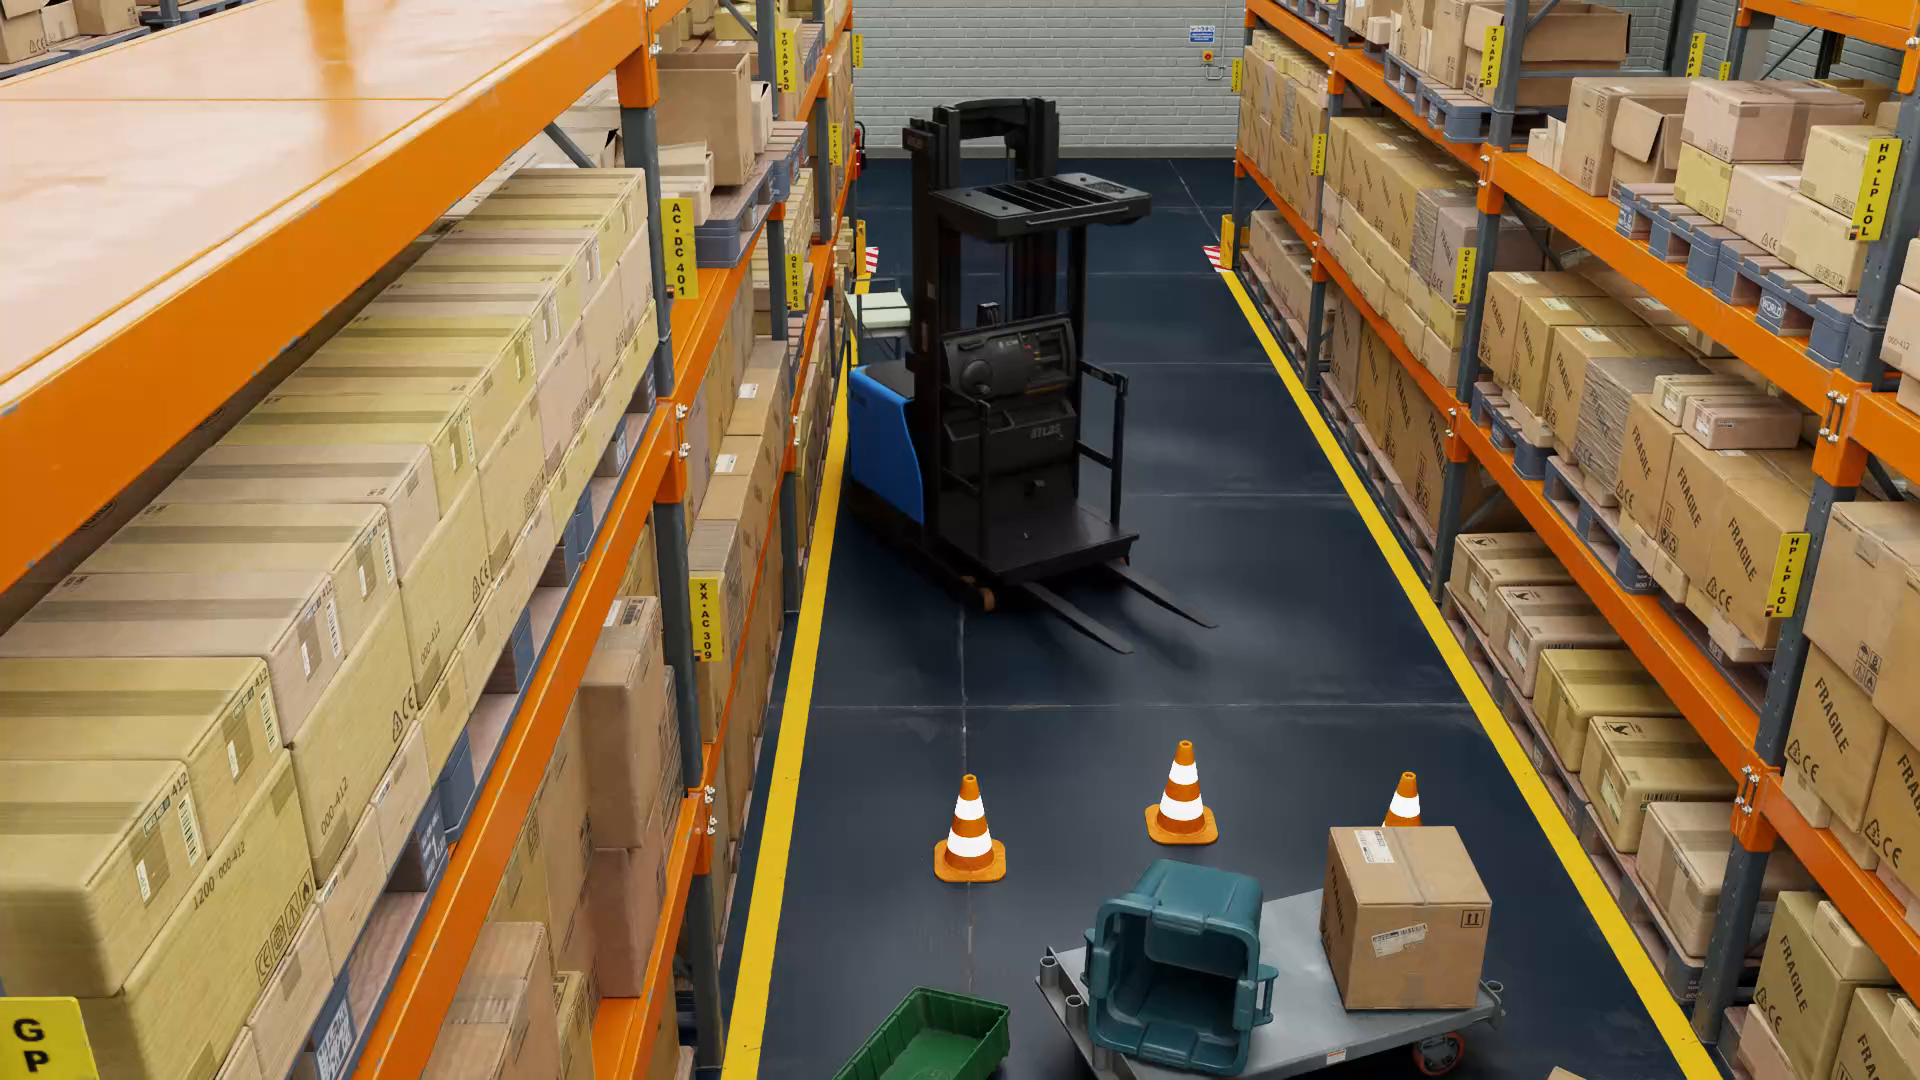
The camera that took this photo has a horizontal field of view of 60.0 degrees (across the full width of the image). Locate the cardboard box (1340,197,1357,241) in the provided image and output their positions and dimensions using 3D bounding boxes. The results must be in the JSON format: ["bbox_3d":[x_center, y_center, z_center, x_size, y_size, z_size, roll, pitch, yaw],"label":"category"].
[{"bbox_3d":[3.170,-2.407,12.507,0.500,0.250,0.500,0,24,0],"label":"cardboard box"}]

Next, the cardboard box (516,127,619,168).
[{"bbox_3d":[-1.687,-1.569,6.916,0.500,0.311,0.500,-1,24,-2],"label":"cardboard box"}]

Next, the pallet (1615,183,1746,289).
[{"bbox_3d":[3.586,-1.312,7.098,1.213,0.211,1.003,0,24,-1],"label":"pallet"}]

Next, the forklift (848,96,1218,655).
[{"bbox_3d":[0.425,-1.099,10.124,1.130,2.935,3.031,-14,28,-28],"label":"forklift"}]

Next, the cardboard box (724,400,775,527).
[{"bbox_3d":[-1.209,-0.382,8.334,0.500,0.500,0.500,-1,24,-1],"label":"cardboard box"}]

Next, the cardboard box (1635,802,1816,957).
[{"bbox_3d":[3.493,1.441,7.102,0.950,0.372,0.625,0,24,0],"label":"cardboard box"}]

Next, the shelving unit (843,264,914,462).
[{"bbox_3d":[-0.571,-1.146,11.964,0.431,1.500,0.755,-4,25,-9],"label":"shelving unit"}]

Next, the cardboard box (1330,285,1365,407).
[{"bbox_3d":[3.500,-1.613,13.245,0.875,0.875,0.875,0,24,1],"label":"cardboard box"}]

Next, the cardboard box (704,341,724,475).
[{"bbox_3d":[-1.476,-0.618,7.643,0.700,0.500,0.500,0,24,-1],"label":"cardboard box"}]

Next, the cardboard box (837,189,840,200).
[{"bbox_3d":[-1.274,-3.127,14.829,0.380,0.149,0.250,1,24,2],"label":"cardboard box"}]

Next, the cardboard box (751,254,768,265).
[{"bbox_3d":[-1.307,-1.684,10.406,0.380,0.149,0.250,0,24,-1],"label":"cardboard box"}]

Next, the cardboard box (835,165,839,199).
[{"bbox_3d":[-1.301,-3.171,14.139,0.500,0.500,0.500,0,24,-1],"label":"cardboard box"}]

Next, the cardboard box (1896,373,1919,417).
[{"bbox_3d":[3.256,-0.470,5.313,0.380,0.149,0.250,-1,24,-1],"label":"cardboard box"}]

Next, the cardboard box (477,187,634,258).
[{"bbox_3d":[-1.123,-0.883,4.630,0.380,0.149,0.250,0,24,-1],"label":"cardboard box"}]

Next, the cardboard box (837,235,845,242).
[{"bbox_3d":[-1.305,-2.859,16.159,0.380,0.149,0.250,-1,24,-3],"label":"cardboard box"}]

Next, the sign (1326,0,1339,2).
[{"bbox_3d":[2.859,-4.280,12.710,0.100,0.325,0.005,0,24,-1],"label":"sign"}]

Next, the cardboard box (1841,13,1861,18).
[{"bbox_3d":[8.031,-4.702,14.671,0.380,0.149,0.250,0,24,1],"label":"cardboard box"}]

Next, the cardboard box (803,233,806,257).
[{"bbox_3d":[-1.326,-2.182,12.230,0.380,0.149,0.250,-1,24,-3],"label":"cardboard box"}]

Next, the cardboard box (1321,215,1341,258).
[{"bbox_3d":[3.154,-2.394,13.085,0.500,0.250,0.500,-1,24,-2],"label":"cardboard box"}]

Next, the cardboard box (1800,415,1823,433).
[{"bbox_3d":[3.785,-0.325,7.338,0.500,0.500,0.500,0,24,-1],"label":"cardboard box"}]

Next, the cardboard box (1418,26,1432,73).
[{"bbox_3d":[3.092,-3.059,10.388,0.396,0.266,0.258,-1,24,-2],"label":"cardboard box"}]

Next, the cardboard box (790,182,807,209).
[{"bbox_3d":[-1.331,-2.547,12.315,0.380,0.149,0.250,-1,24,-2],"label":"cardboard box"}]

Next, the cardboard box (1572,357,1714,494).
[{"bbox_3d":[3.254,-0.543,7.819,0.500,0.500,0.500,-1,24,-3],"label":"cardboard box"}]

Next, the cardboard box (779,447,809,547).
[{"bbox_3d":[-1.244,-0.278,10.748,0.500,0.500,0.500,-1,24,-3],"label":"cardboard box"}]

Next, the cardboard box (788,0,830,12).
[{"bbox_3d":[-1.300,-4.307,13.067,0.500,0.250,0.500,1,24,1],"label":"cardboard box"}]

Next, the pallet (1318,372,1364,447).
[{"bbox_3d":[3.497,-1.057,13.330,1.003,0.211,1.213,0,24,-1],"label":"pallet"}]

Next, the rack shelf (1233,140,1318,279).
[{"bbox_3d":[3.392,-3.141,15.428,1.077,0.370,4.000,0,24,-1],"label":"rack shelf"}]

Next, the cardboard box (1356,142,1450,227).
[{"bbox_3d":[3.167,-2.547,11.907,0.500,0.500,0.500,-1,24,-2],"label":"cardboard box"}]

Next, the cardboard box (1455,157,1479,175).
[{"bbox_3d":[3.689,-2.328,11.422,0.500,0.500,0.500,0,24,0],"label":"cardboard box"}]

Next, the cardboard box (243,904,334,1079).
[{"bbox_3d":[-1.091,0.627,2.258,0.380,0.149,0.250,0,24,0],"label":"cardboard box"}]

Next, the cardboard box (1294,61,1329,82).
[{"bbox_3d":[3.141,-4.094,14.540,0.380,0.149,0.250,-1,24,-2],"label":"cardboard box"}]

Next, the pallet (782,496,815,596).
[{"bbox_3d":[-1.499,0.016,10.959,1.003,0.211,1.213,0,24,-1],"label":"pallet"}]

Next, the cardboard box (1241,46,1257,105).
[{"bbox_3d":[3.090,-4.595,16.435,0.500,0.500,0.500,-1,24,-2],"label":"cardboard box"}]

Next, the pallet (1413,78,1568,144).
[{"bbox_3d":[3.397,-2.542,9.820,1.213,0.211,1.003,1,24,2],"label":"pallet"}]

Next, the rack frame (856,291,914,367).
[{"bbox_3d":[-0.506,-0.998,11.635,0.400,1.500,0.023,-4,25,-9],"label":"rack frame"}]

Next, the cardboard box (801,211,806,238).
[{"bbox_3d":[-1.322,-2.307,12.145,0.380,0.149,0.250,-1,24,-2],"label":"cardboard box"}]

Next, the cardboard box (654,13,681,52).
[{"bbox_3d":[-1.756,-2.859,9.242,0.396,0.266,0.258,0,24,-1],"label":"cardboard box"}]

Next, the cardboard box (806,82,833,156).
[{"bbox_3d":[-1.296,-3.405,13.442,0.500,0.500,0.500,0,24,1],"label":"cardboard box"}]

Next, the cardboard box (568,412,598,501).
[{"bbox_3d":[-1.113,-0.206,4.100,0.380,0.149,0.250,0,24,0],"label":"cardboard box"}]

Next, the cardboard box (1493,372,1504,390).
[{"bbox_3d":[3.275,-0.939,9.481,0.380,0.149,0.250,-2,24,-4],"label":"cardboard box"}]

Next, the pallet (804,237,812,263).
[{"bbox_3d":[-1.672,-2.178,12.658,1.003,0.211,1.213,0,24,-1],"label":"pallet"}]

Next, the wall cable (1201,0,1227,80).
[{"bbox_3d":[3.285,-7.094,22.024,0.585,1.953,0.123,0,24,-1],"label":"wall cable"}]

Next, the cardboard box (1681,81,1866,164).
[{"bbox_3d":[3.334,-1.724,6.849,0.500,0.250,0.500,0,24,0],"label":"cardboard box"}]

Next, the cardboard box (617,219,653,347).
[{"bbox_3d":[-1.186,-0.754,4.826,0.500,0.250,0.500,-1,24,-1],"label":"cardboard box"}]

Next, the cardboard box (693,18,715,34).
[{"bbox_3d":[-1.772,-2.991,10.462,0.500,0.500,0.500,0,24,-1],"label":"cardboard box"}]

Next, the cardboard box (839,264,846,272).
[{"bbox_3d":[-1.277,-2.508,15.744,0.380,0.149,0.250,1,24,2],"label":"cardboard box"}]

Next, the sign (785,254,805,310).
[{"bbox_3d":[-0.937,-1.464,9.442,0.100,0.325,0.005,0,24,-1],"label":"sign"}]

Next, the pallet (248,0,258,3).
[{"bbox_3d":[-6.505,-4.765,14.614,1.003,0.211,1.213,0,24,-1],"label":"pallet"}]

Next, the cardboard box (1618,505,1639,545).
[{"bbox_3d":[3.222,-0.056,7.530,0.380,0.149,0.250,0,24,-1],"label":"cardboard box"}]

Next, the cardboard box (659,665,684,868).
[{"bbox_3d":[-1.432,0.799,5.661,0.875,0.550,0.550,0,24,-1],"label":"cardboard box"}]

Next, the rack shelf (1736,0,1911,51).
[{"bbox_3d":[8.355,-4.532,14.863,1.077,0.370,4.000,0,24,-1],"label":"rack shelf"}]

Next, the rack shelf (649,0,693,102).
[{"bbox_3d":[-1.470,-2.332,6.844,1.077,0.370,4.000,0,24,-1],"label":"rack shelf"}]

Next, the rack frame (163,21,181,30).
[{"bbox_3d":[-6.496,-2.600,13.359,1.000,3.000,0.127,0,24,-1],"label":"rack frame"}]

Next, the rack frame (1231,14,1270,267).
[{"bbox_3d":[3.370,-4.293,17.102,1.000,3.000,0.127,0,24,-1],"label":"rack frame"}]

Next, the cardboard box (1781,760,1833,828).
[{"bbox_3d":[3.183,0.897,5.931,0.380,0.149,0.250,0,24,-1],"label":"cardboard box"}]

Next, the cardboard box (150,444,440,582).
[{"bbox_3d":[-1.100,-0.047,2.779,0.380,0.149,0.250,-1,24,-1],"label":"cardboard box"}]

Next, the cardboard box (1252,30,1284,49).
[{"bbox_3d":[3.097,-4.942,16.416,0.380,0.149,0.250,0,24,1],"label":"cardboard box"}]

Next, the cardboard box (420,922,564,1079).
[{"bbox_3d":[-1.338,1.193,3.480,0.875,0.550,0.550,0,24,-1],"label":"cardboard box"}]
